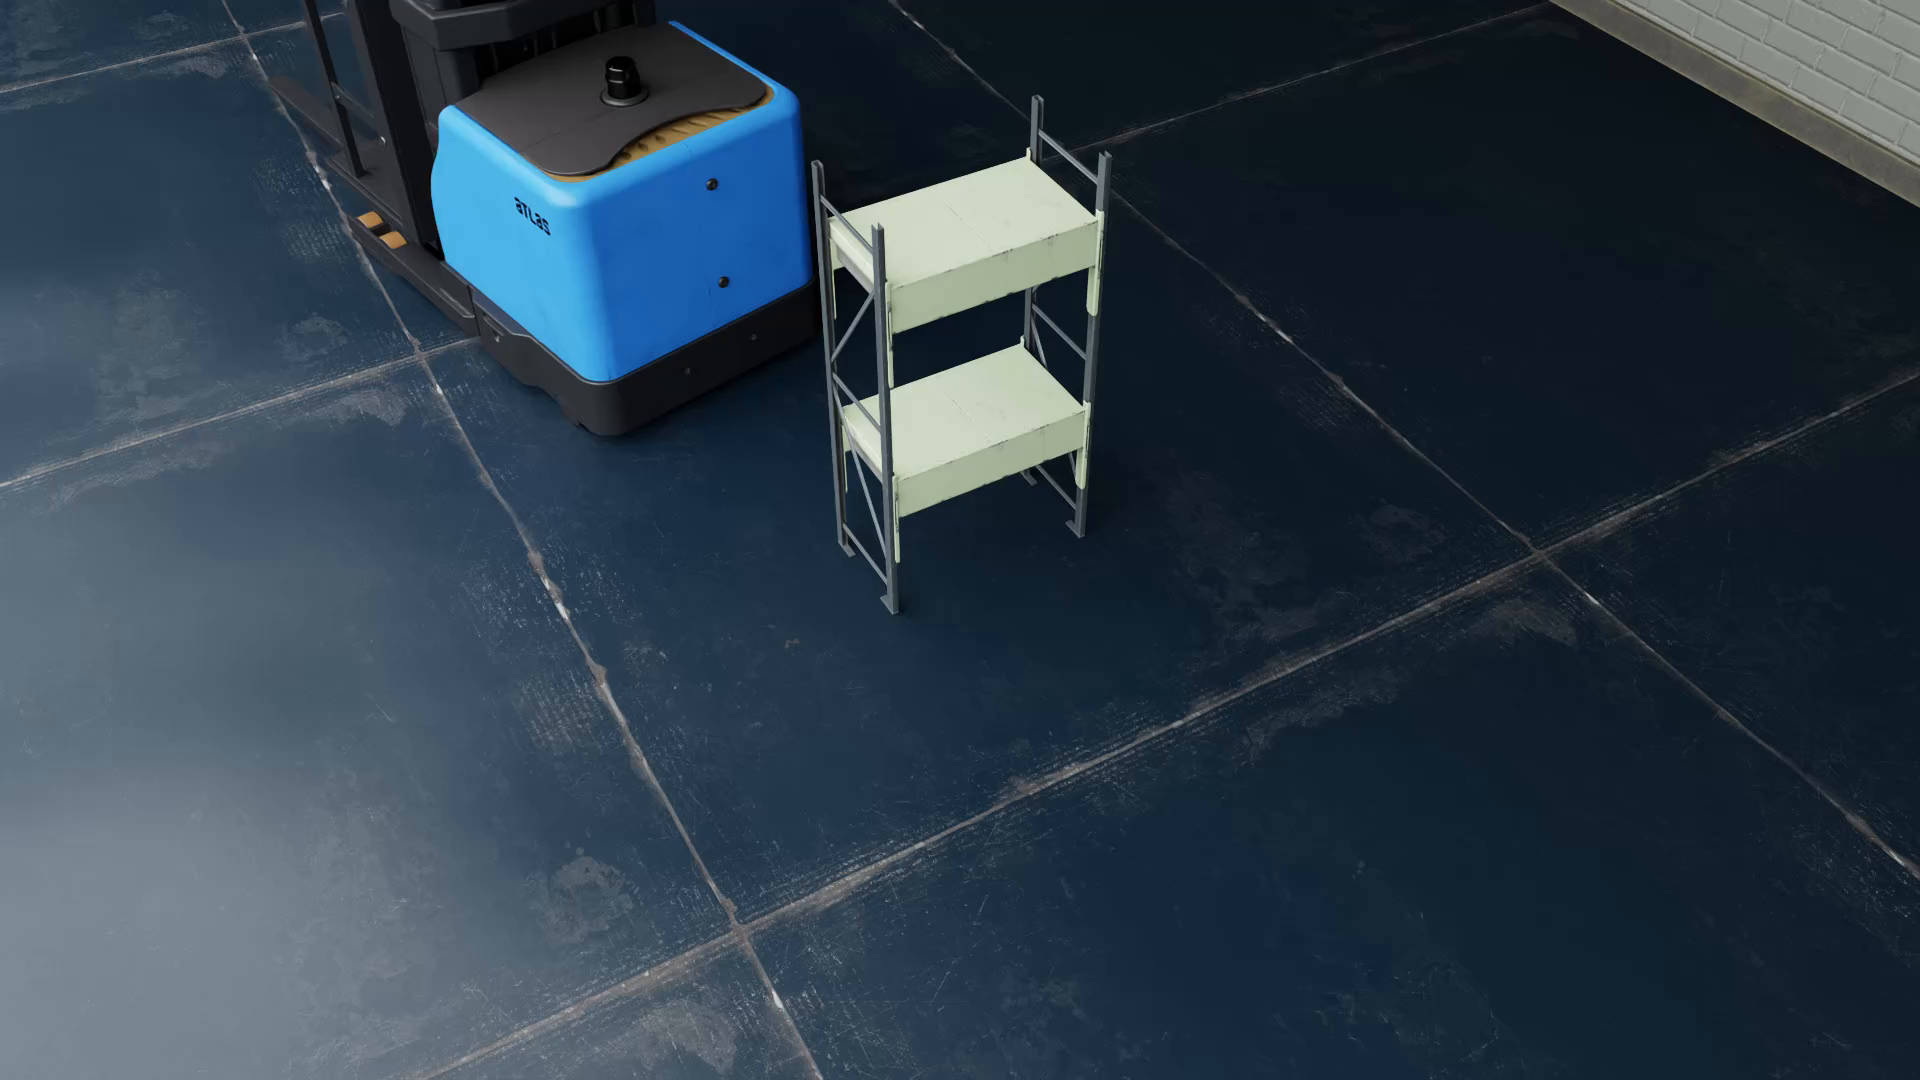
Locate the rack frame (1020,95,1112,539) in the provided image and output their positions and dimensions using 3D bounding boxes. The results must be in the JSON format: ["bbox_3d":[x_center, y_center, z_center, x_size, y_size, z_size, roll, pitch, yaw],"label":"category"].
[{"bbox_3d":[0.323,-0.668,5.361,0.023,1.500,0.400,-22,48,-21],"label":"rack frame"}]

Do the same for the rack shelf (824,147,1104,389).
[{"bbox_3d":[0.006,-0.821,4.958,0.720,0.370,0.431,-22,48,-21],"label":"rack shelf"}]

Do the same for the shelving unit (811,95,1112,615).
[{"bbox_3d":[0.006,-0.541,5.230,0.755,1.500,0.431,-22,48,-21],"label":"shelving unit"}]

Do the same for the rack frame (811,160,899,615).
[{"bbox_3d":[-0.312,-0.414,5.099,0.023,1.500,0.400,-22,48,-21],"label":"rack frame"}]

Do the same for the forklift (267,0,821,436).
[{"bbox_3d":[-1.905,-2.373,6.091,1.130,2.935,3.031,-32,53,-29],"label":"forklift"}]

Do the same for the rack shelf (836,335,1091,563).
[{"bbox_3d":[0.006,-0.307,5.457,0.720,0.370,0.431,-22,48,-21],"label":"rack shelf"}]
